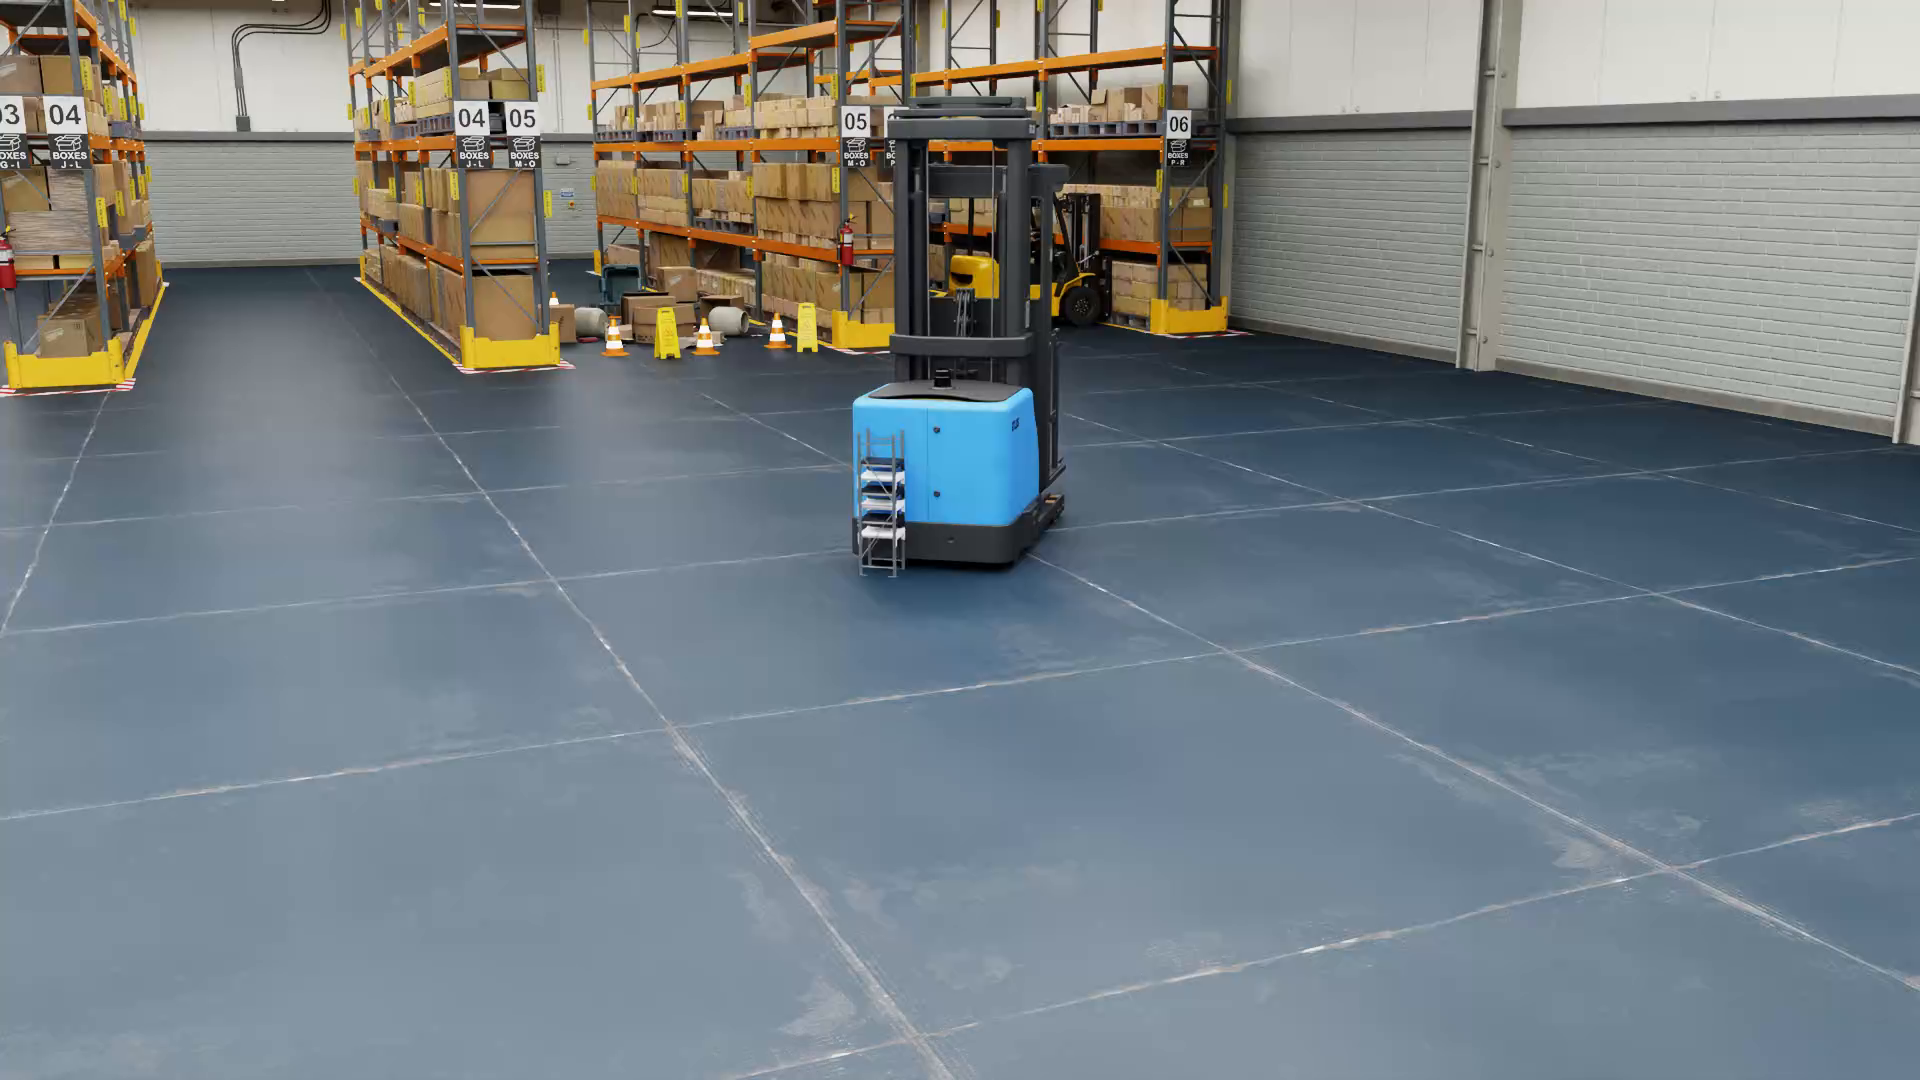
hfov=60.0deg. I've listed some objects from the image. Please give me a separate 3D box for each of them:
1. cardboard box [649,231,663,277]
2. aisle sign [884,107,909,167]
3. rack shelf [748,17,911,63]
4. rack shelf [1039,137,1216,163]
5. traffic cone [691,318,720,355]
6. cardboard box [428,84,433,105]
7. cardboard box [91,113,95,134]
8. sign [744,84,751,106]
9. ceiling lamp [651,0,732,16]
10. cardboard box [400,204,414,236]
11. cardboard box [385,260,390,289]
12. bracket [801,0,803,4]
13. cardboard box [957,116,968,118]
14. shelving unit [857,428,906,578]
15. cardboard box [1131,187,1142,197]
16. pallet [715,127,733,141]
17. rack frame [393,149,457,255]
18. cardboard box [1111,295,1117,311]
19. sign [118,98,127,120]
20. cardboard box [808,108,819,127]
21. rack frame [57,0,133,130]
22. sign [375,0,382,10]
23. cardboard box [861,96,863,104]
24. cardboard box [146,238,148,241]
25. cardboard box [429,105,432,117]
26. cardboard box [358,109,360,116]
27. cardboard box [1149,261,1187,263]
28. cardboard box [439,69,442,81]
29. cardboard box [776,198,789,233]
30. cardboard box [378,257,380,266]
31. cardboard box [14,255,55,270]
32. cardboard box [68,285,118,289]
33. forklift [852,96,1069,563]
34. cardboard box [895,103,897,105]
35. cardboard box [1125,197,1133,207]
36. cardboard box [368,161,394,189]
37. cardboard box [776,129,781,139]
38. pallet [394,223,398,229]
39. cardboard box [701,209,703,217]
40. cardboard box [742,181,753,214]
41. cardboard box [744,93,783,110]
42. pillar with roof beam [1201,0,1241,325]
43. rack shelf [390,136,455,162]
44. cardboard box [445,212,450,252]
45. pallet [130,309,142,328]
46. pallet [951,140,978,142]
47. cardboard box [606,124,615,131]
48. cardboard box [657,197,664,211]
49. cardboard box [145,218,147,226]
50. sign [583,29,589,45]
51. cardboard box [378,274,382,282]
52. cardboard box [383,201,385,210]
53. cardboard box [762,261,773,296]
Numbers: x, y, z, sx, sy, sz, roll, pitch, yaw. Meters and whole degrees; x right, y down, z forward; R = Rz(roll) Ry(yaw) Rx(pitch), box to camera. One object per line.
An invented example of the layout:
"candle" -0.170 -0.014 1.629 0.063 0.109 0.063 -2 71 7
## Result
"cardboard box" -5.627 -5.663 32.965 0.875 0.875 0.875 -5 14 -21
"aisle sign" -0.833 -5.417 22.355 0.394 0.787 0.004 -6 14 -23
"rack shelf" -1.943 -7.119 23.773 1.077 0.370 4.000 -6 14 -23
"rack shelf" 2.603 -6.108 26.052 1.077 0.370 4.000 -6 14 -23
"traffic cone" -3.377 -2.701 22.013 0.336 0.463 0.334 -6 14 -23
"cardboard box" -6.691 -5.841 21.821 0.500 0.250 0.500 -5 14 -22
"cardboard box" -10.391 -4.857 19.383 0.500 0.250 0.500 -6 14 -24
"sign" -3.252 -6.816 25.493 0.100 0.325 0.005 -6 14 -23
"ceiling lamp" -6.212 -14.000 38.956 2.000 3.185 0.800 -6 14 -23
"cardboard box" -8.703 -5.146 26.732 0.500 0.500 0.500 -6 14 -24
"cardboard box" -10.178 -4.847 30.273 0.500 0.500 0.500 -5 14 -20
"bracket" -3.751 -13.258 40.714 0.235 0.232 0.430 -6 14 -23
"cardboard box" 0.267 -7.828 30.515 0.500 0.500 0.500 -5 14 -22
"shelving unit" -0.490 -0.232 10.378 0.258 0.900 0.210 3 13 13
"cardboard box" 2.811 -5.248 25.074 0.380 0.149 0.250 -5 14 -22
"pallet" -3.312 -6.682 27.354 1.213 0.211 1.003 -6 14 -23
"rack frame" -8.842 -5.320 27.702 1.000 3.000 0.127 -6 14 -23
"cardboard box" 2.544 -3.725 25.980 0.500 0.250 0.500 -5 14 -22
"sign" -12.929 -6.654 25.670 0.100 0.325 0.005 -6 14 -23
"cardboard box" -1.782 -5.855 23.035 0.500 0.250 0.500 -6 14 -24
"rack frame" -15.029 -8.642 28.751 1.000 3.000 0.127 -6 14 -23
"sign" -9.335 -8.685 26.691 0.100 0.325 0.005 -6 14 -23
"cardboard box" -1.213 -6.005 22.799 0.380 0.149 0.250 -6 14 -23
"cardboard box" -15.220 -5.032 30.240 0.875 0.875 0.875 -6 14 -23
"cardboard box" -6.796 -5.665 21.948 0.380 0.149 0.250 -5 14 -22
"cardboard box" -11.683 -8.437 32.859 0.380 0.149 0.250 -5 14 -21
"cardboard box" 3.182 -4.155 25.621 0.500 0.250 0.500 -6 14 -23
"cardboard box" -6.284 -5.791 20.723 0.380 0.149 0.250 -5 14 -22
"cardboard box" -2.412 -4.832 24.715 0.500 0.500 0.500 -6 14 -23
"cardboard box" -10.964 -5.351 31.909 0.380 0.149 0.250 -5 14 -22
"cardboard box" -10.526 -3.158 18.918 0.380 0.149 0.250 -6 14 -23
"cardboard box" -12.449 -3.407 24.007 0.700 0.500 0.500 -7 15 -28
"forklift" 0.144 -1.566 11.634 1.130 2.935 3.031 3 13 13
"cardboard box" -1.217 -8.945 34.540 0.396 0.266 0.258 -6 14 -24
"cardboard box" 2.742 -5.156 25.337 0.380 0.149 0.250 -6 14 -23
"cardboard box" -10.880 -6.900 31.429 0.500 0.500 0.500 -6 14 -25
"cardboard box" -2.526 -6.058 24.797 0.380 0.149 0.250 -5 14 -21
"pallet" -9.672 -5.631 29.475 1.003 0.211 1.213 -6 14 -23
"cardboard box" -4.304 -5.724 29.077 0.380 0.149 0.250 -7 15 -26
"cardboard box" -3.140 -5.434 26.384 0.500 0.500 0.500 -6 14 -24
"cardboard box" -3.093 -6.906 26.196 0.500 0.250 0.500 -5 14 -22
"pillar with roof beam" 0.007 -7.343 23.140 9.100 9.000 0.400 -6 14 -23
"rack shelf" -8.041 -6.017 25.660 1.077 0.370 4.000 -6 14 -23
"cardboard box" -6.427 -4.157 22.346 0.875 0.550 0.500 -6 14 -23
"pallet" -13.115 -3.372 25.473 1.003 0.211 1.213 -6 14 -23
"pallet" 0.554 -7.474 30.777 1.213 0.211 1.003 -5 14 -20
"cardboard box" -7.326 -8.787 35.436 0.380 0.149 0.250 -5 14 -21
"cardboard box" -5.414 -6.352 31.387 0.500 0.250 0.500 -6 14 -25
"cardboard box" -15.054 -5.796 30.319 0.380 0.149 0.250 -5 14 -21
"sign" -8.062 -10.847 35.855 0.100 0.325 0.005 -6 14 -23
"cardboard box" -10.913 -5.012 31.764 0.380 0.149 0.250 -5 14 -22
"cardboard box" -9.565 -5.663 28.151 0.380 0.149 0.250 -5 14 -21
"cardboard box" -2.756 -4.045 25.700 0.500 0.500 0.500 -5 14 -20
